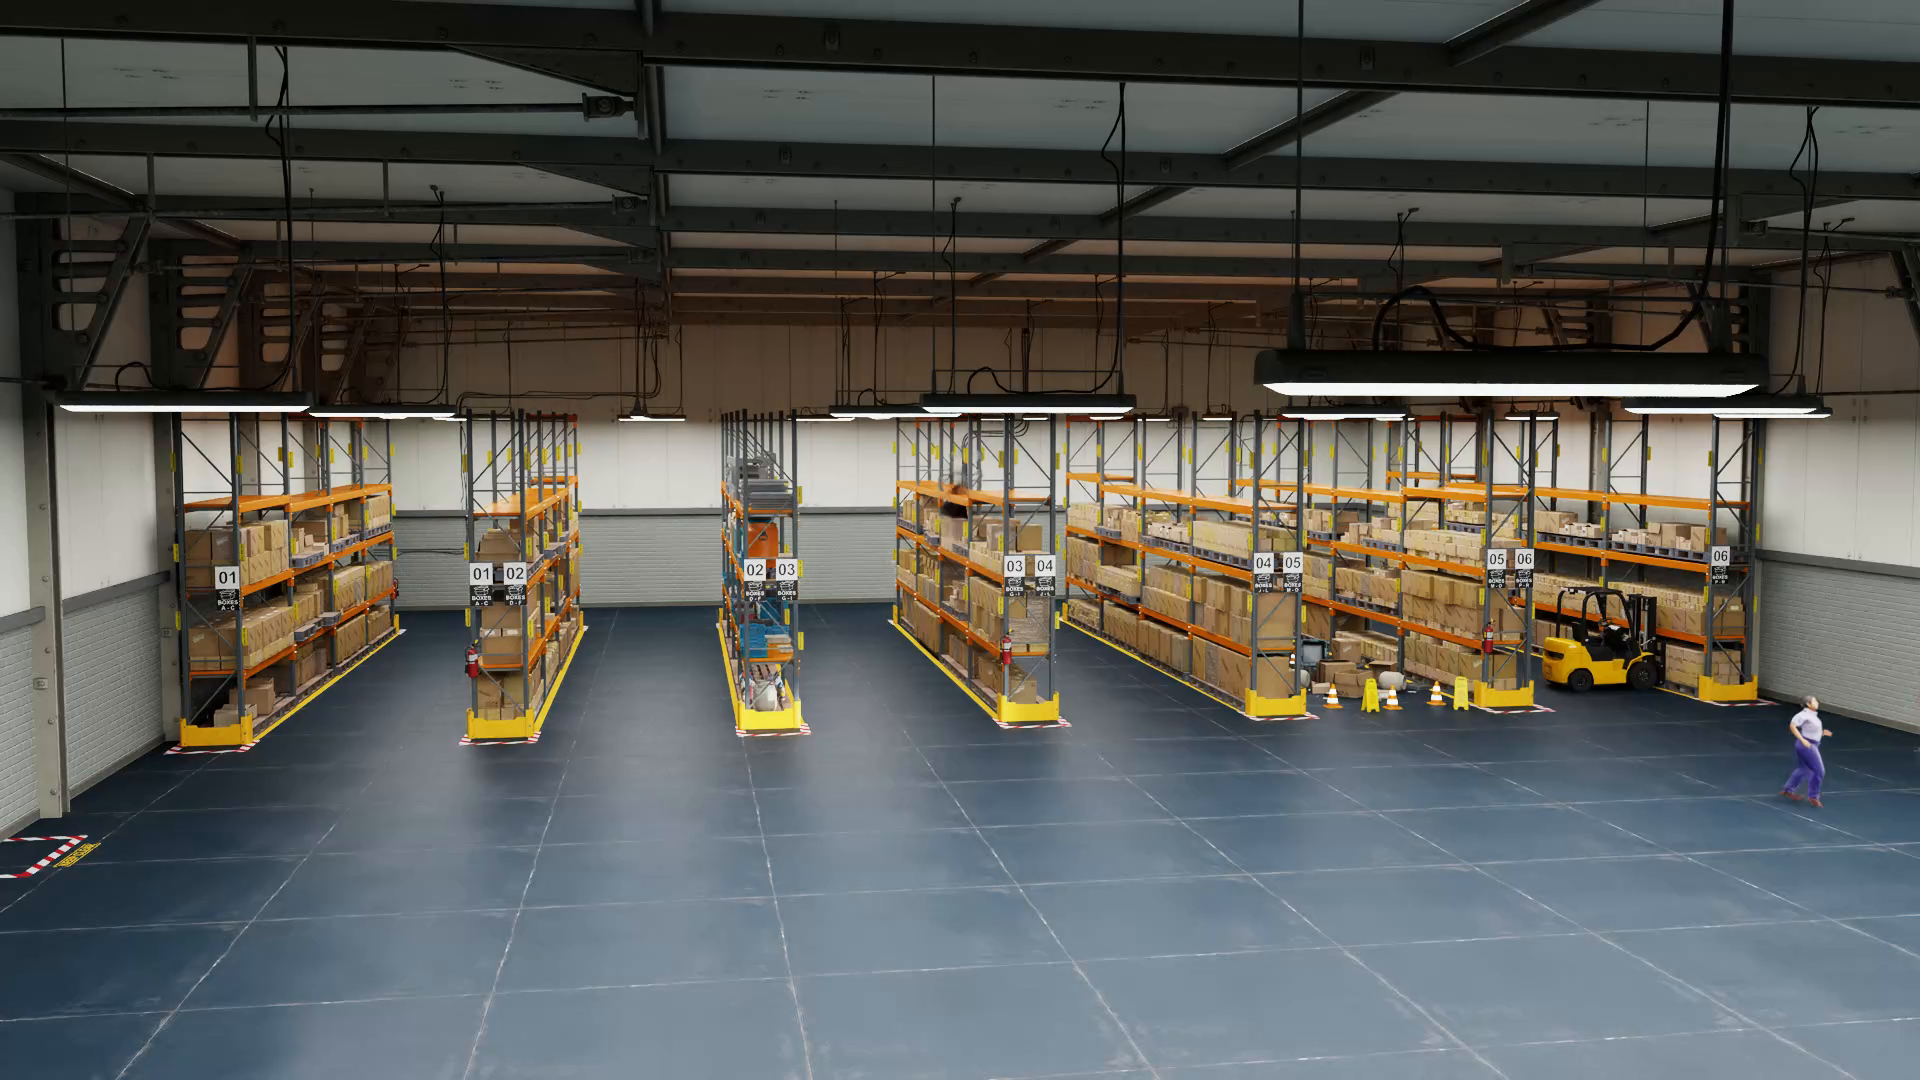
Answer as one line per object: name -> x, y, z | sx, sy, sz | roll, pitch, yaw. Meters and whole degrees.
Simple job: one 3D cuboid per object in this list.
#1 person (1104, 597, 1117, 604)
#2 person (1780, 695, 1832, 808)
person -> 4.420, 1.474, 49.893 | 0.790, 1.572, 0.686 | 3, 5, 37
person -> 12.729, 3.178, 25.009 | 0.668, 1.716, 0.592 | 2, 5, 31
